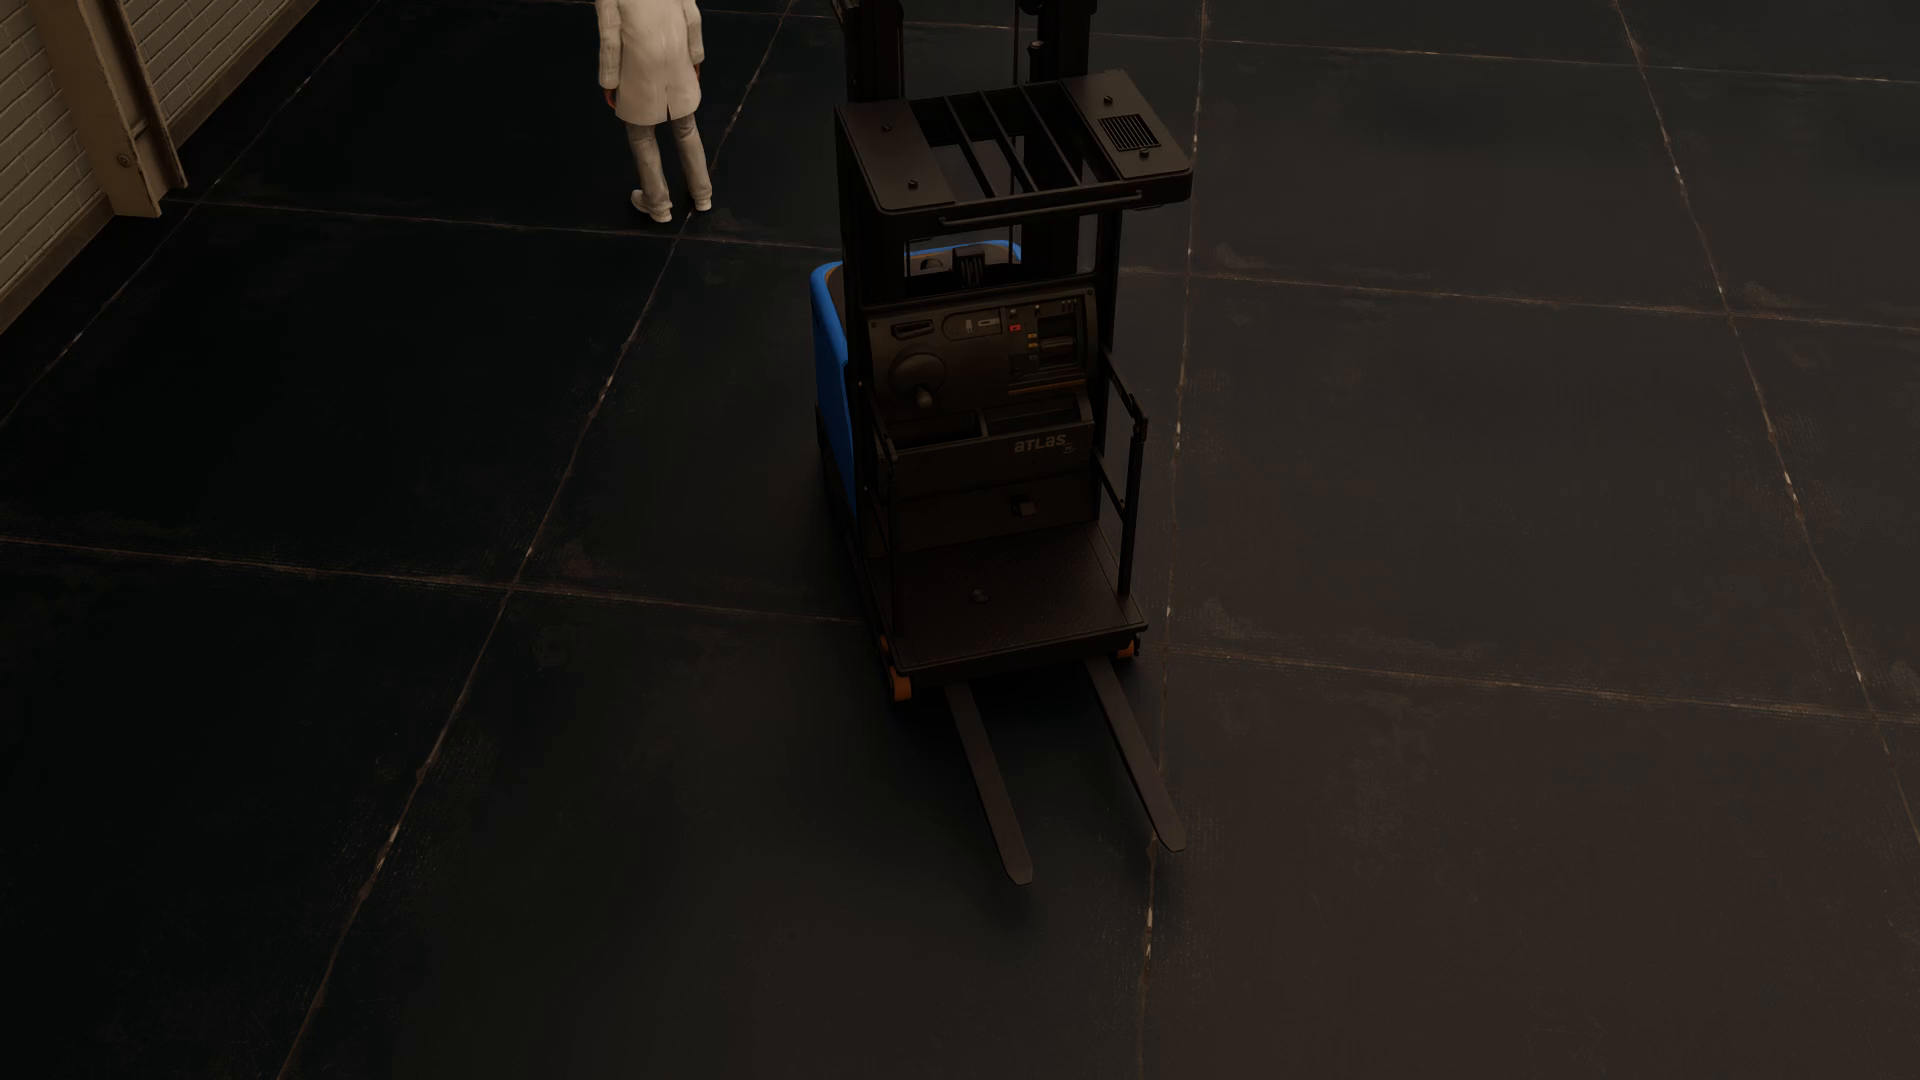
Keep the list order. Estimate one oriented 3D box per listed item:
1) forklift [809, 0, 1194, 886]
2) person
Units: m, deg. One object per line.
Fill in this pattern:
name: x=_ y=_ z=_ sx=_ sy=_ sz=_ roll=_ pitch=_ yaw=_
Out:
forklift: x=0.153 y=-0.681 z=6.465 sx=1.130 sy=2.935 sz=3.031 roll=-10 pitch=44 yaw=-11
person: x=-1.756 y=-2.666 z=9.482 sx=0.650 sy=1.773 sz=0.436 roll=-23 pitch=47 yaw=-23
